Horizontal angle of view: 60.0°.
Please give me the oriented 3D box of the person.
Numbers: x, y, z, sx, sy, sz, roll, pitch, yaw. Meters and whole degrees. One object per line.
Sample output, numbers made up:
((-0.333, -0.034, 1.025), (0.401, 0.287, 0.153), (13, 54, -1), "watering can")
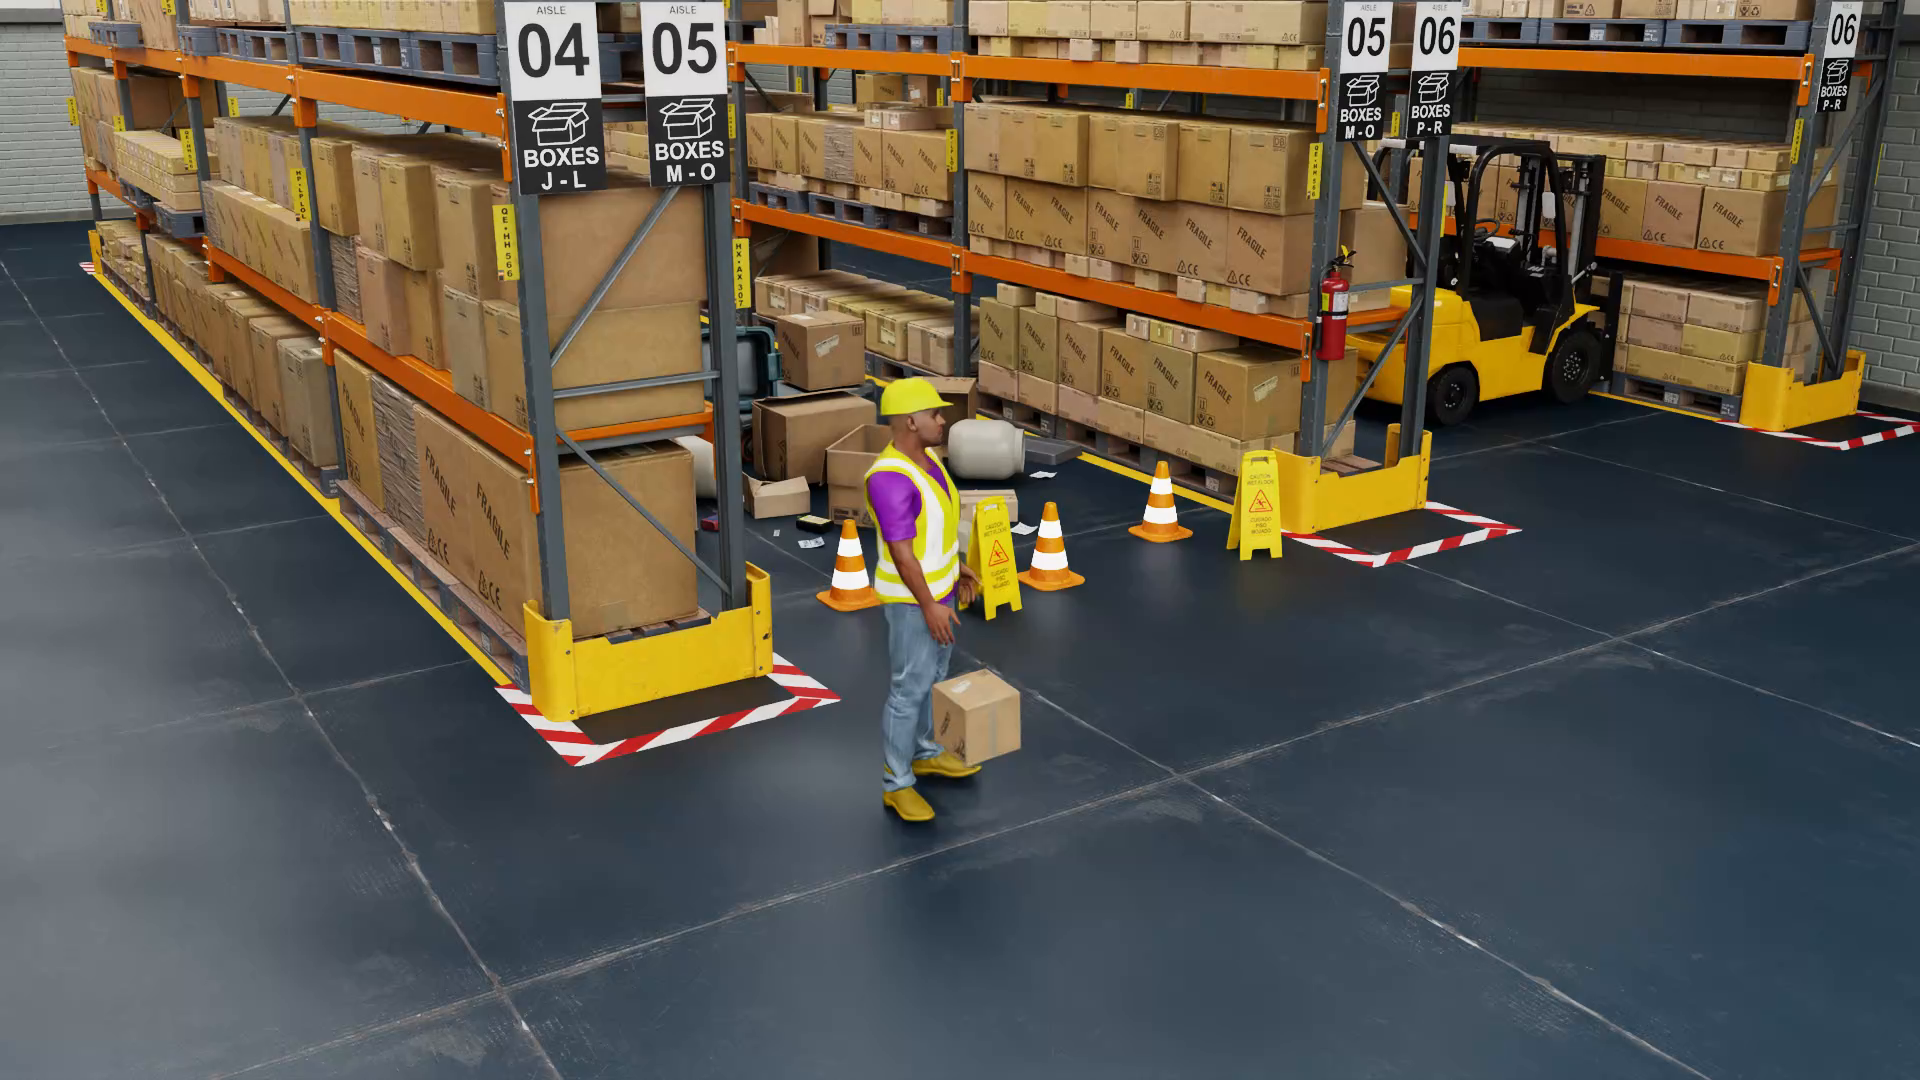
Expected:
((-0.153, 0.218, 6.767), (0.400, 1.772, 0.600), (5, 19, 14), "person")
